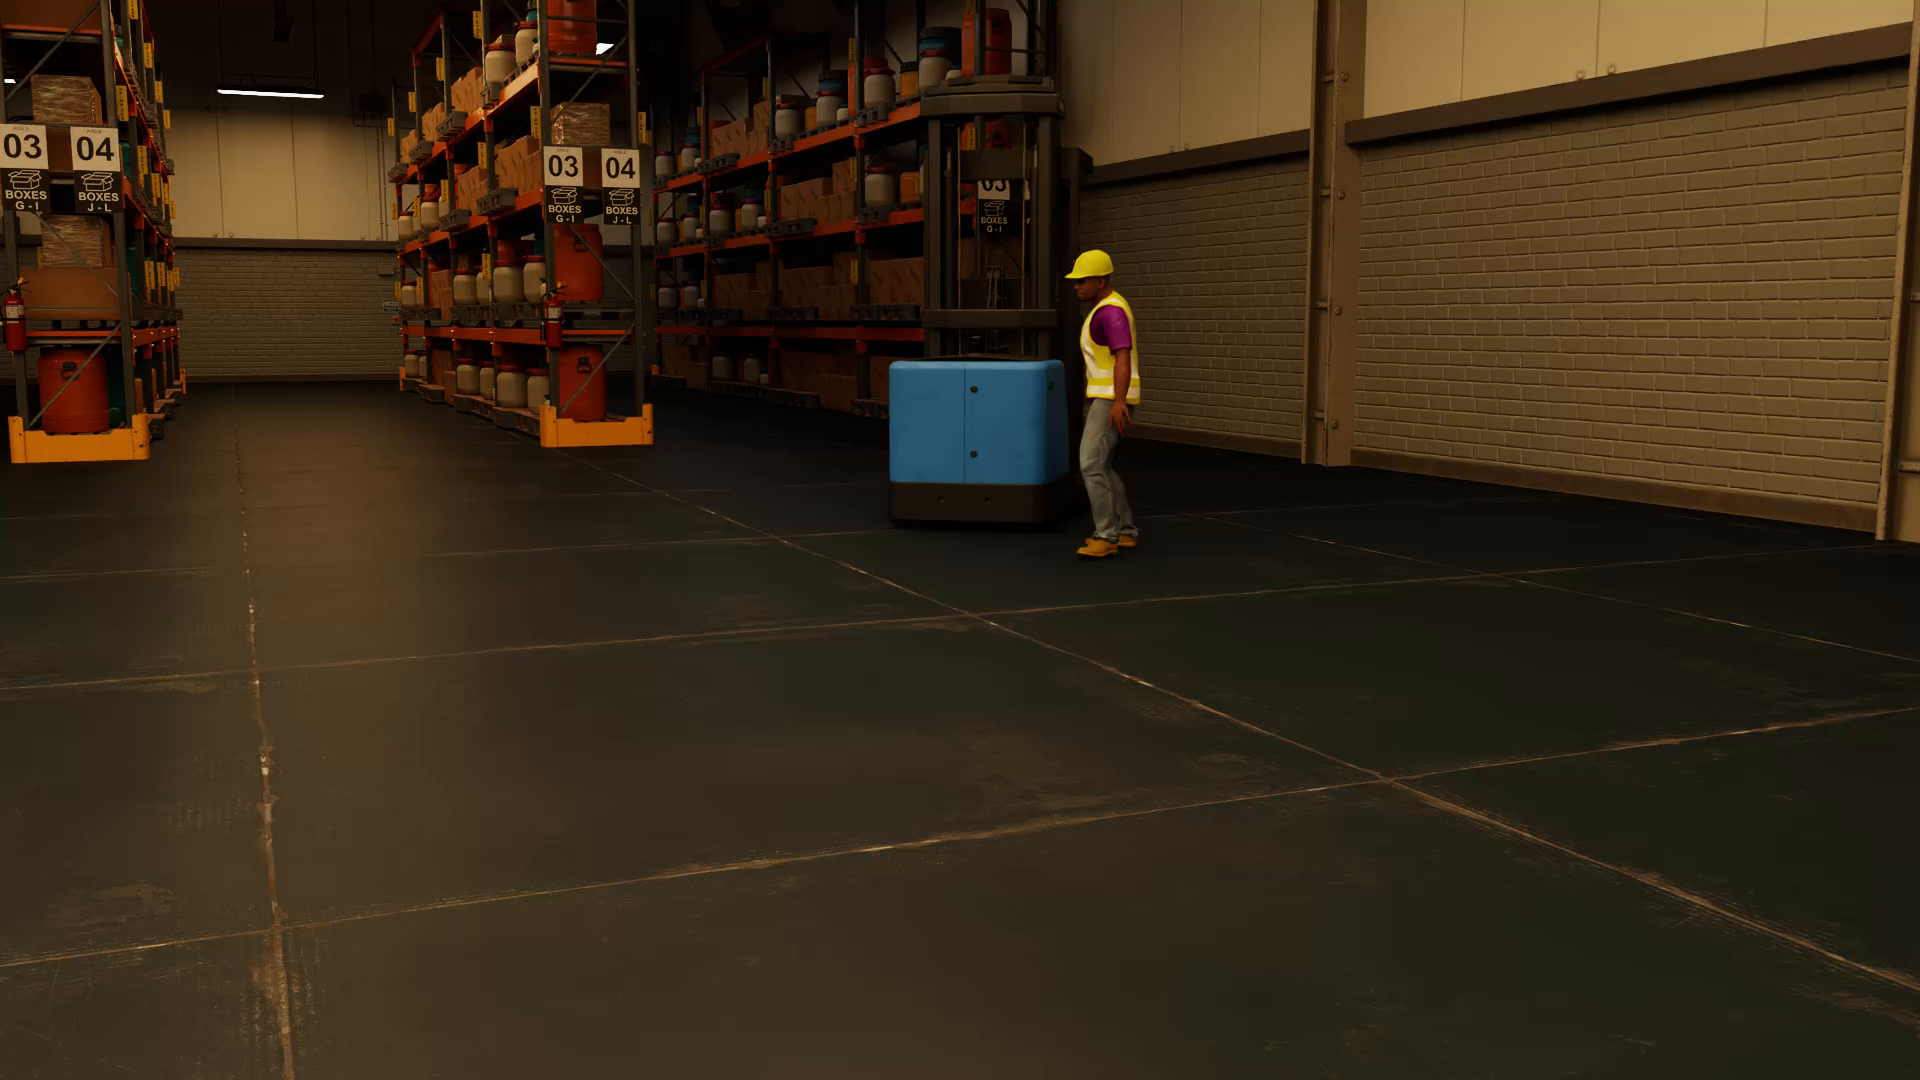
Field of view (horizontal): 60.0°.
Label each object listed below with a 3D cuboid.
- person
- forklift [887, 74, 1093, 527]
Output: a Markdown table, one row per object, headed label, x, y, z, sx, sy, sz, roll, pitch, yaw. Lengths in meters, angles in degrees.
| label | x | y | z | sx | sy | sz | roll | pitch | yaw |
| --- | --- | --- | --- | --- | --- | --- | --- | --- | --- |
| person | 0.827 | -0.798 | 9.608 | 0.456 | 1.733 | 0.881 | 0 | 8 | 2 |
| forklift | 0.338 | -1.693 | 11.783 | 1.130 | 2.935 | 3.031 | 2 | 8 | 12 |
